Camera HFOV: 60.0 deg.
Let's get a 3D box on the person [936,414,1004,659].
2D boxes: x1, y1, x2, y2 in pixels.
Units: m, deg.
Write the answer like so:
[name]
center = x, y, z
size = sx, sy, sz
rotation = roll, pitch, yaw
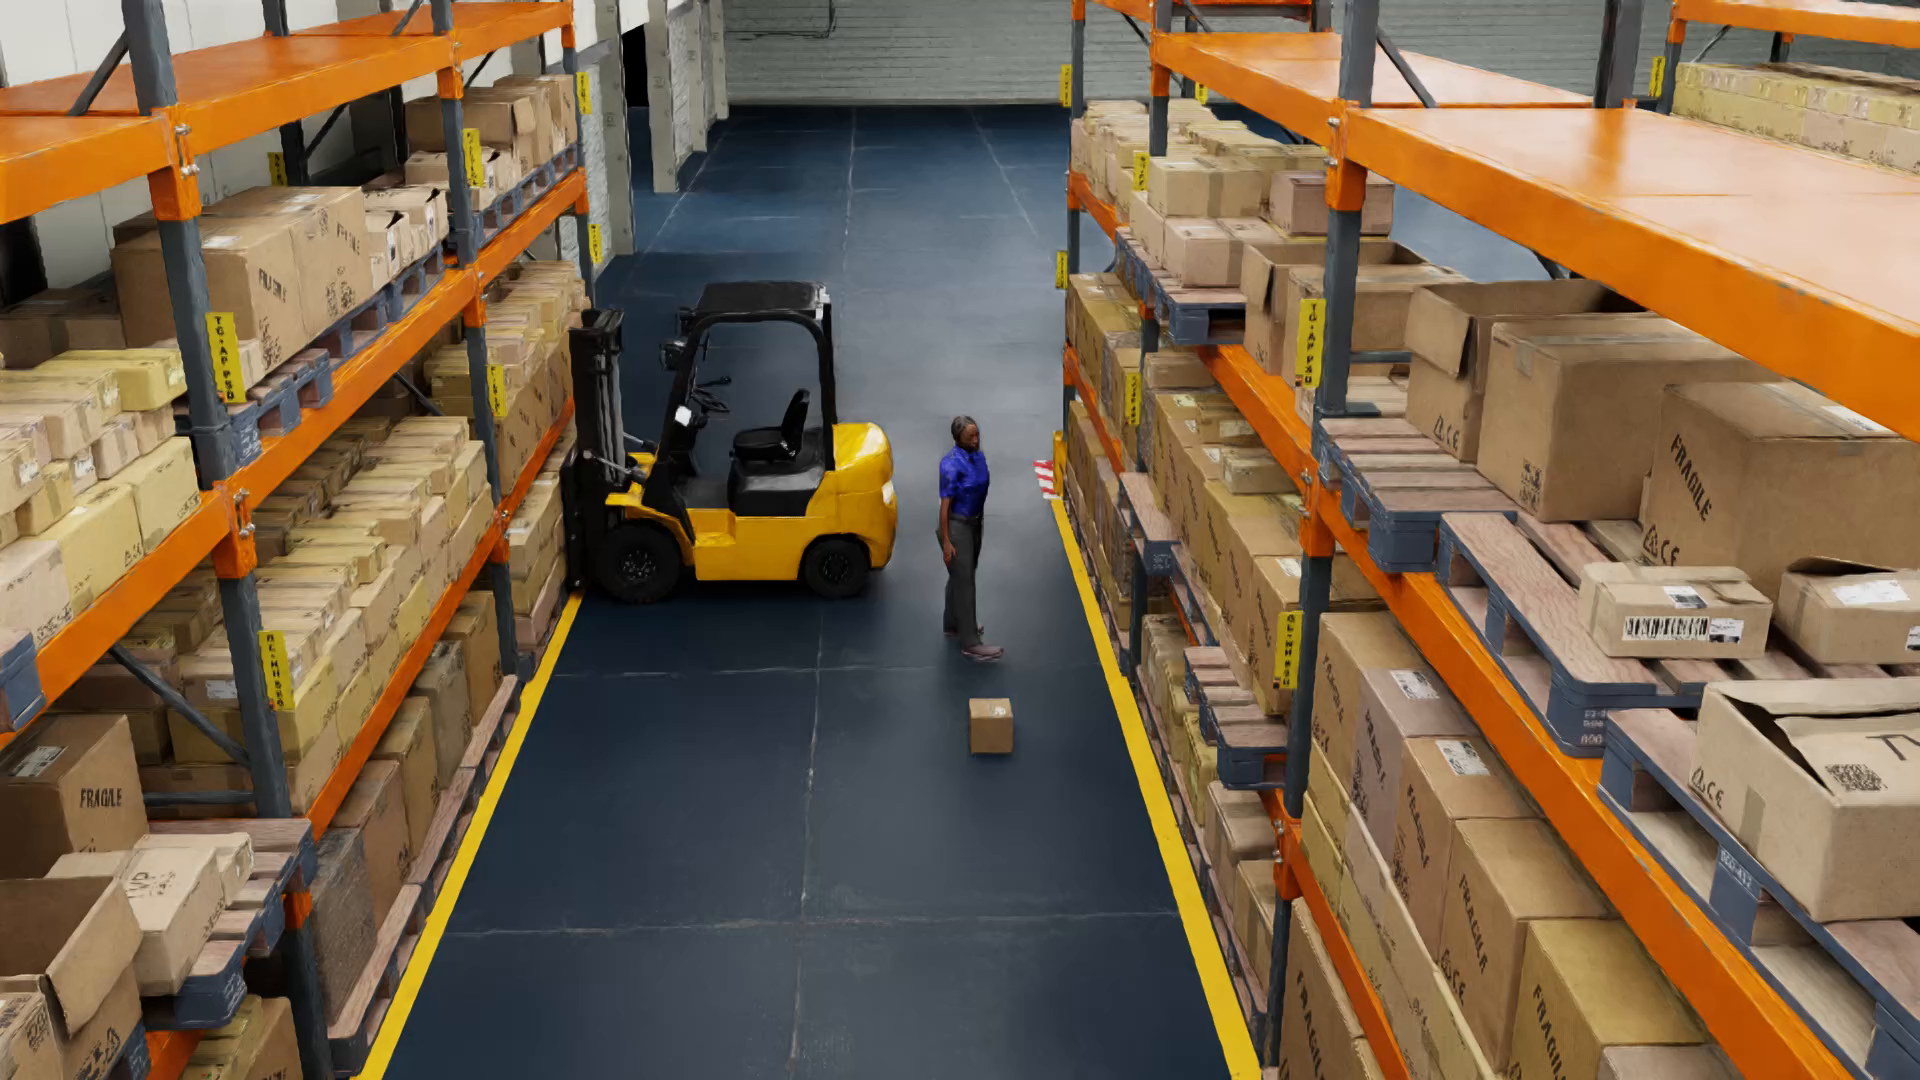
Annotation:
[person]
center = 0.078, -0.032, 11.109
size = 0.562, 1.656, 0.629
rotation = 10, 23, 25
